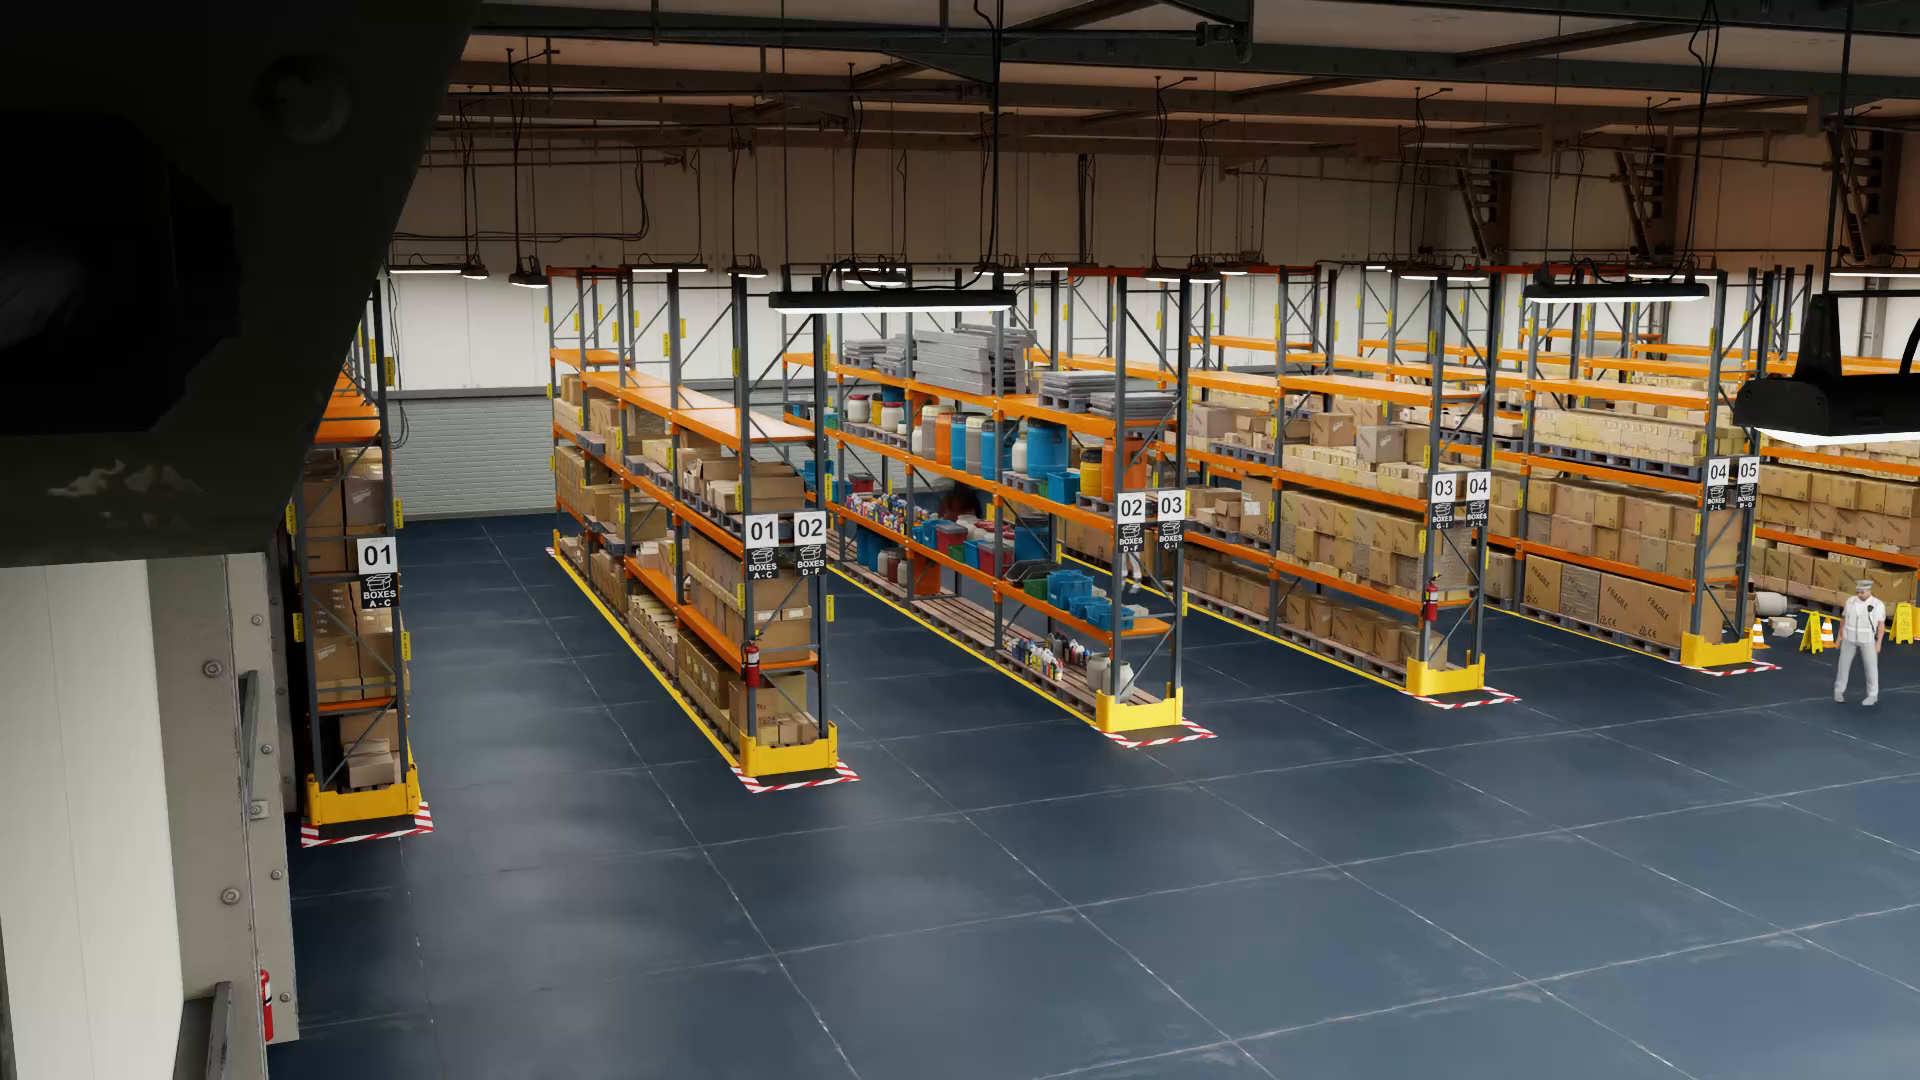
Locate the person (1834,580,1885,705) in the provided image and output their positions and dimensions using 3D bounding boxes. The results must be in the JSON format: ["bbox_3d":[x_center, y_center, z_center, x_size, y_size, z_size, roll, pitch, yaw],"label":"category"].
[{"bbox_3d":[12.664,1.423,23.439,0.595,1.742,0.478,7,12,36],"label":"person"}]

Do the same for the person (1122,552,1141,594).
[{"bbox_3d":[3.008,0.031,29.564,0.577,1.795,0.364,10,14,44],"label":"person"}]
